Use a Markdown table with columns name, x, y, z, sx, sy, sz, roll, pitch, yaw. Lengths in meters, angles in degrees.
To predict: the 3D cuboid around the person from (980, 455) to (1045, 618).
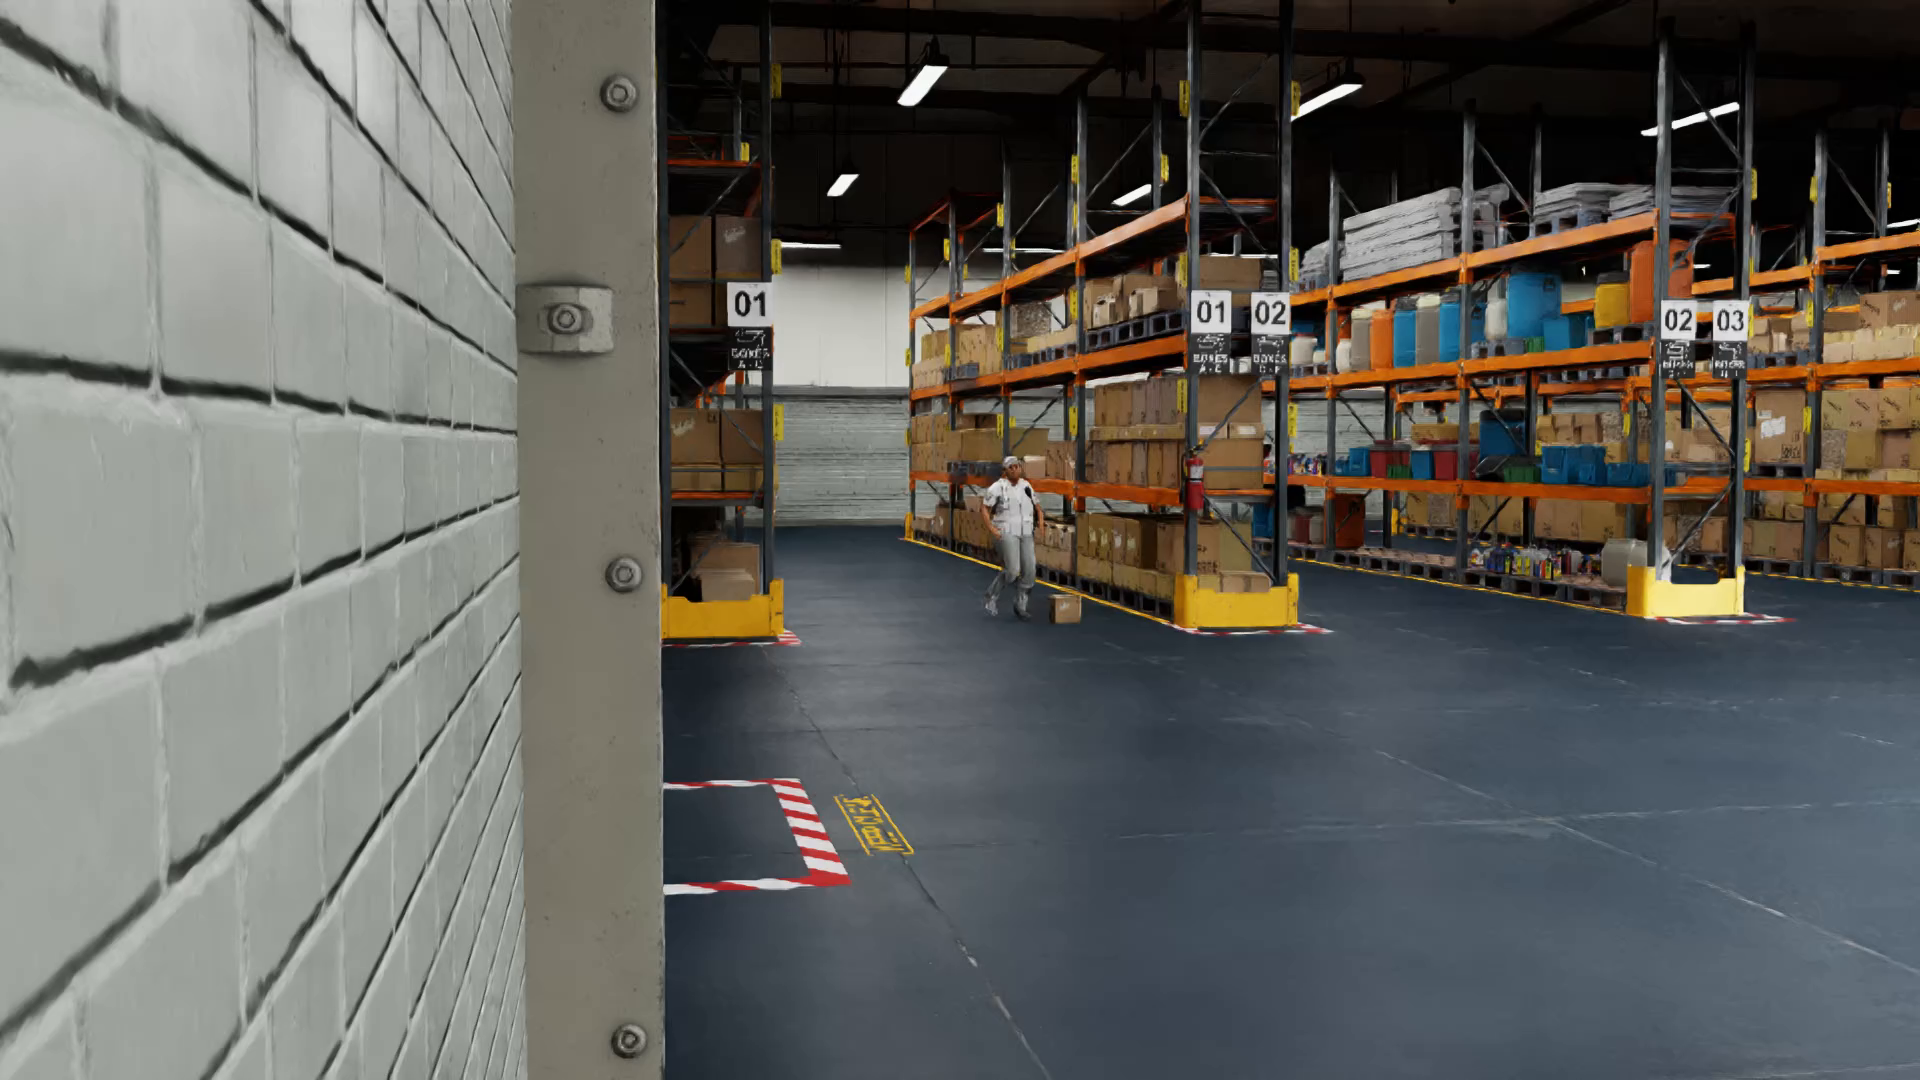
| name | x | y | z | sx | sy | sz | roll | pitch | yaw |
| --- | --- | --- | --- | --- | --- | --- | --- | --- | --- |
| person | 0.579 | -0.032 | 16.740 | 0.652 | 1.639 | 0.493 | -2 | 4 | -32 |
